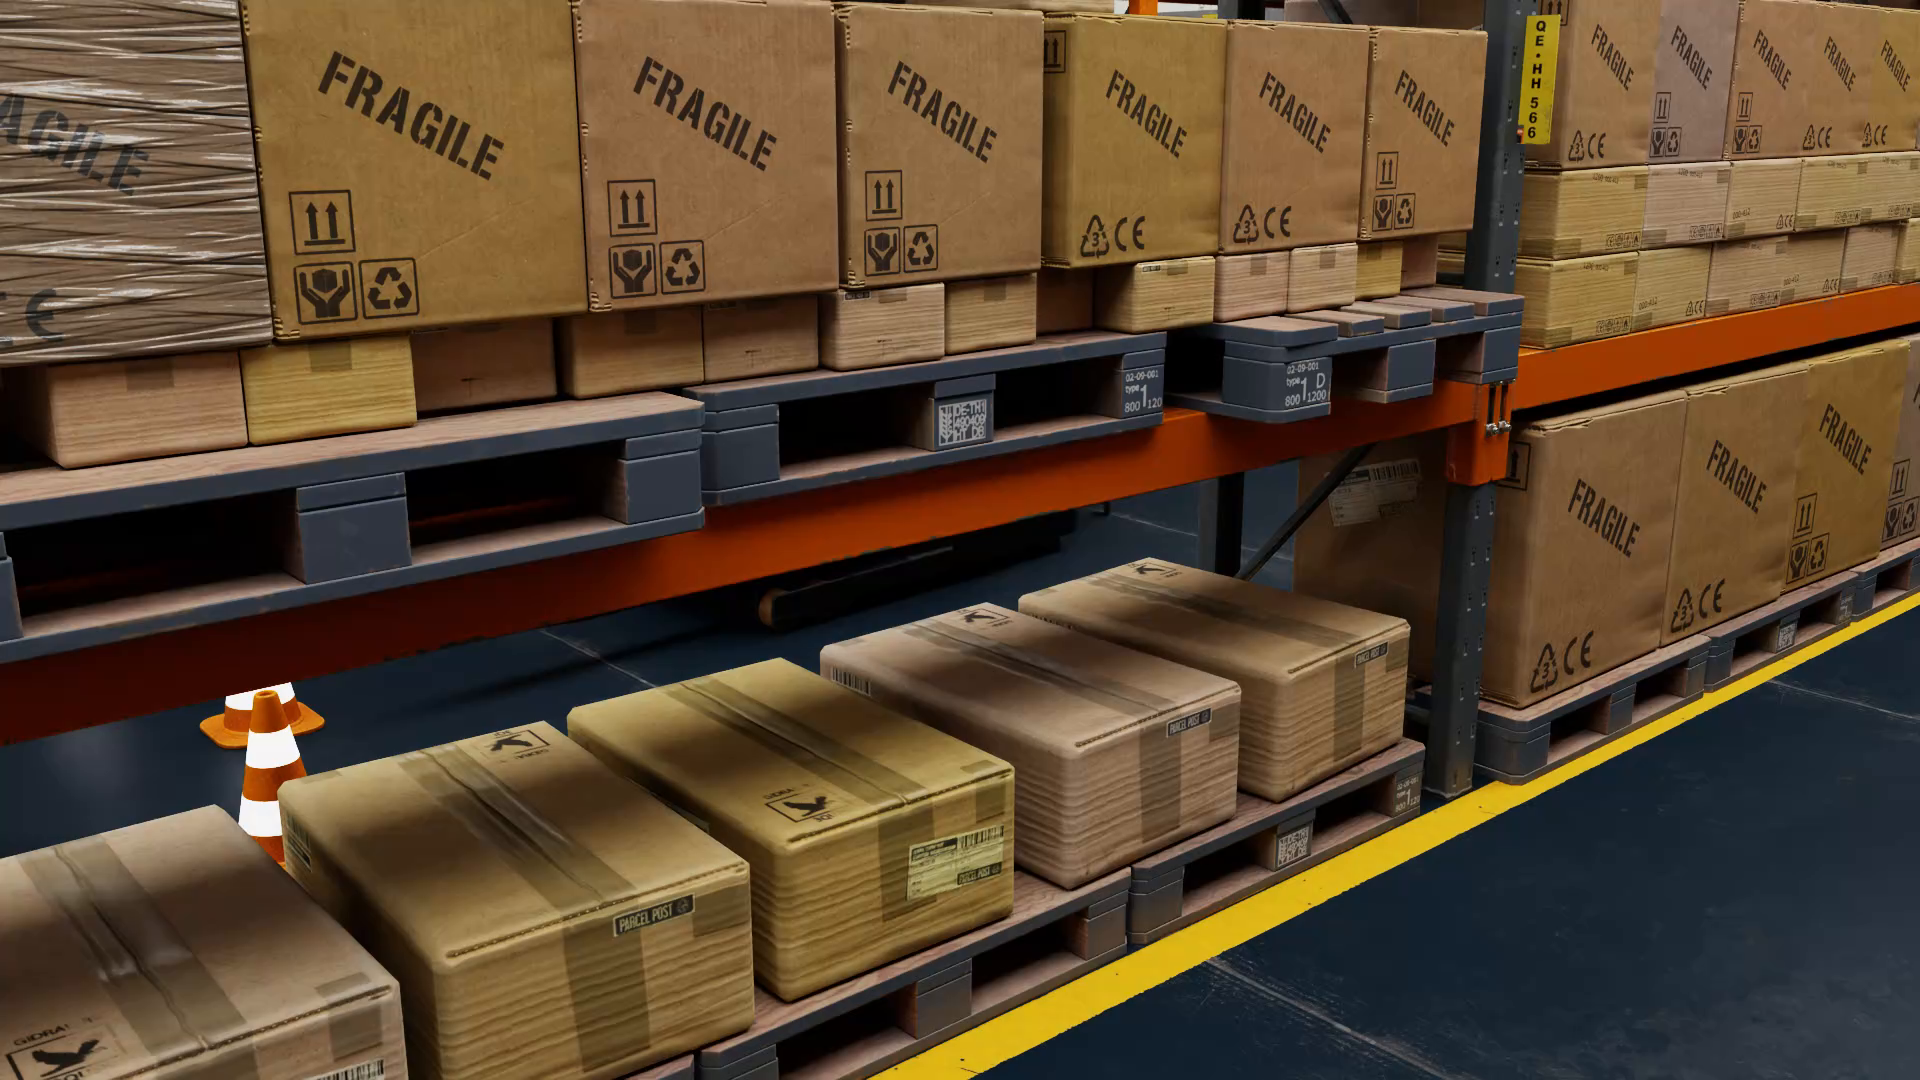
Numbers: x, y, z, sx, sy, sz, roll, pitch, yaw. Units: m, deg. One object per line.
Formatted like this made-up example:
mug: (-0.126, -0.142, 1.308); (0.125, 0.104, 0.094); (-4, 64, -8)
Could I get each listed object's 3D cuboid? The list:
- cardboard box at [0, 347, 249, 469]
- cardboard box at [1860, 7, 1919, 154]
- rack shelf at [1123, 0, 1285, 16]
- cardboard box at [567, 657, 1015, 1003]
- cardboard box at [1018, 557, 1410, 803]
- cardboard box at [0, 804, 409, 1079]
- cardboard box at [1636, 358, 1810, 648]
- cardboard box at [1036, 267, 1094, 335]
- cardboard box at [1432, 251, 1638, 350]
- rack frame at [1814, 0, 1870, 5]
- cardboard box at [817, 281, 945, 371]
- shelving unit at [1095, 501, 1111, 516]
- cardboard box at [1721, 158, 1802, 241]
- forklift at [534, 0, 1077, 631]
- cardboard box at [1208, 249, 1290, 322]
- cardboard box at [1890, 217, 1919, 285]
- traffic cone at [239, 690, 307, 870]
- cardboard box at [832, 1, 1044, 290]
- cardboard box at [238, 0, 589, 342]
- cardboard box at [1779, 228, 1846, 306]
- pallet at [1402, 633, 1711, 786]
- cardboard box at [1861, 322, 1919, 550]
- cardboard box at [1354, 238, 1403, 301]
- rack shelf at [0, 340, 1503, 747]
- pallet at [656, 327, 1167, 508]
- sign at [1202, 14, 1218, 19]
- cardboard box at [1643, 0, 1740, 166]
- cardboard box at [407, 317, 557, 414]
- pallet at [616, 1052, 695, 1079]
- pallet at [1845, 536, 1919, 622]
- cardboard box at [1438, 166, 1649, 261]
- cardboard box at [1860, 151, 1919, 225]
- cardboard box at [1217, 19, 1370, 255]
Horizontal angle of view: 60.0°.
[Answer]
cardboard box: (-1.244, -0.224, 2.451); (0.250, 0.149, 0.380); (-12, 19, -39)
cardboard box: (3.214, -1.702, 6.177); (0.500, 0.500, 0.500); (-12, 19, -38)
rack shelf: (2.350, -3.853, 11.944); (4.000, 0.370, 1.077); (-13, 19, -39)
cardboard box: (-0.410, 0.626, 3.872); (0.625, 0.372, 0.950); (-12, 19, -38)
cardboard box: (0.717, 0.372, 4.823); (0.625, 0.372, 0.950); (-14, 21, -43)
cardboard box: (-1.474, 0.867, 2.971); (0.625, 0.372, 0.950); (-12, 19, -39)
cardboard box: (2.401, -0.216, 6.049); (0.875, 0.875, 0.875); (-12, 19, -39)
cardboard box: (0.076, -0.549, 3.666); (0.250, 0.149, 0.380); (-12, 19, -39)
cardboard box: (1.684, -0.750, 5.035); (0.500, 0.250, 0.500); (-13, 20, -40)
rack frame: (4.167, -1.466, 7.426); (0.127, 3.000, 1.000); (-13, 19, -39)
cardboard box: (-0.242, -0.440, 3.257); (0.250, 0.149, 0.380); (-12, 19, -37)
shelving unit: (0.426, -1.127, 7.902); (0.431, 2.100, 0.503); (14, 20, 43)
cardboard box: (2.469, -1.165, 5.619); (0.500, 0.250, 0.500); (-13, 20, -40)
forklift: (-0.856, -1.212, 6.608); (1.130, 2.935, 3.031); (14, 20, 43)
cardboard box: (0.546, -0.617, 3.919); (0.250, 0.149, 0.380); (-14, 20, -42)
cardboard box: (3.609, -1.182, 6.655); (0.500, 0.250, 0.500); (-13, 20, -40)
traffic cone: (-1.851, 0.632, 4.486); (0.334, 0.463, 0.336); (-13, 19, -39)
cardboard box: (-0.186, -0.784, 3.290); (0.500, 0.500, 0.500); (-14, 20, -42)
cardboard box: (-0.948, -0.614, 2.653); (0.500, 0.500, 0.500); (-13, 19, -39)
cardboard box: (2.829, -1.012, 6.018); (0.500, 0.250, 0.500); (-13, 19, -39)
pallet: (1.794, 0.440, 5.694); (1.213, 0.211, 1.003); (-13, 19, -39)
cardboard box: (3.752, -0.522, 7.194); (0.875, 0.875, 0.875); (-12, 19, -38)
cardboard box: (0.902, -0.709, 4.265); (0.250, 0.149, 0.380); (-12, 19, -39)
rack shelf: (-0.359, -0.102, 3.713); (4.000, 0.370, 1.077); (-13, 19, -39)
pallet: (-0.317, -0.352, 3.628); (1.213, 0.211, 1.003); (-13, 19, -39)
sign: (0.783, -1.455, 5.142); (0.005, 0.325, 0.100); (-13, 19, -39)
cardboard box: (2.050, -1.442, 5.203); (0.500, 0.500, 0.500); (-13, 19, -39)
cardboard box: (-0.886, -0.328, 2.838); (0.250, 0.149, 0.380); (-11, 19, -36)
pallet: (-1.282, 1.104, 3.207); (1.213, 0.211, 1.003); (-13, 19, -39)
pallet: (3.635, 0.027, 7.241); (1.213, 0.211, 1.003); (-13, 19, -39)
cardboard box: (1.694, -0.995, 4.985); (0.500, 0.250, 0.500); (-13, 20, -40)
cardboard box: (3.235, -1.338, 6.268); (0.500, 0.250, 0.500); (-12, 19, -38)
cardboard box: (0.606, -0.962, 3.957); (0.500, 0.500, 0.500); (-13, 20, -40)
